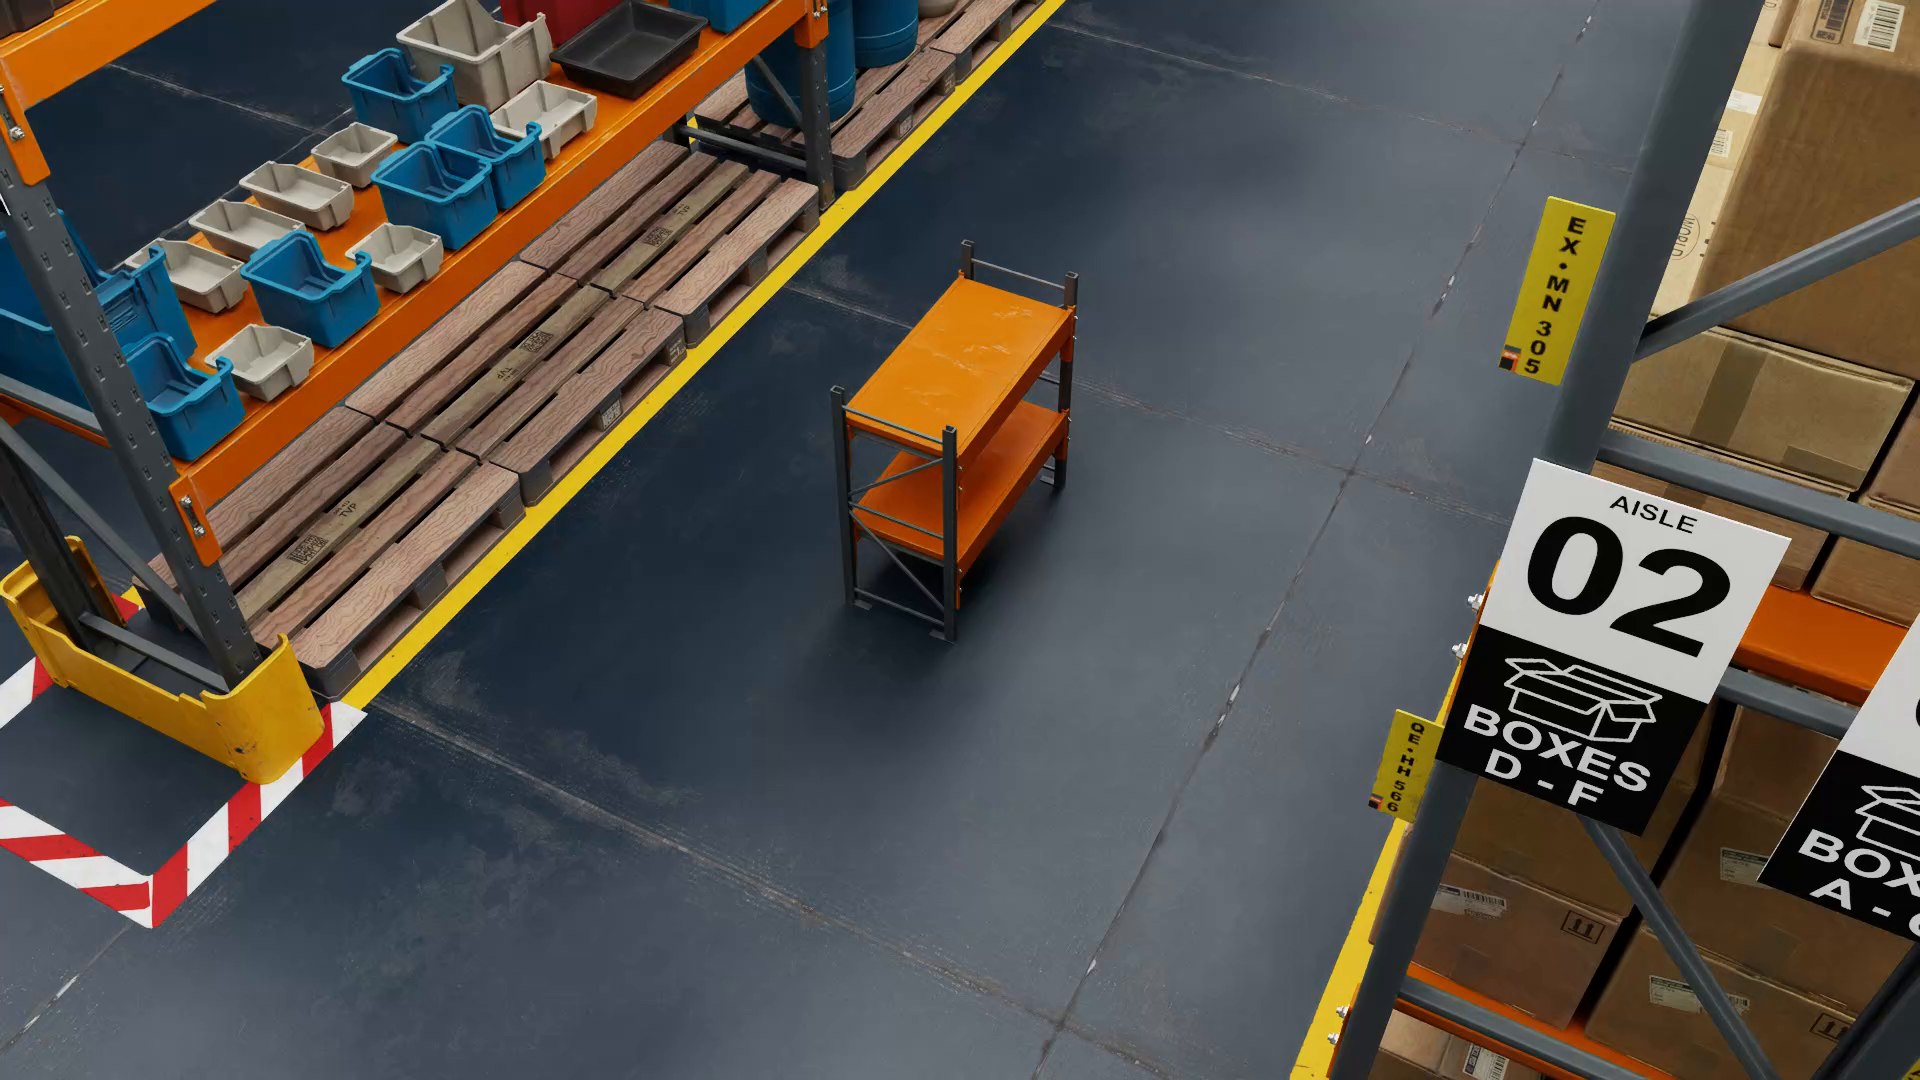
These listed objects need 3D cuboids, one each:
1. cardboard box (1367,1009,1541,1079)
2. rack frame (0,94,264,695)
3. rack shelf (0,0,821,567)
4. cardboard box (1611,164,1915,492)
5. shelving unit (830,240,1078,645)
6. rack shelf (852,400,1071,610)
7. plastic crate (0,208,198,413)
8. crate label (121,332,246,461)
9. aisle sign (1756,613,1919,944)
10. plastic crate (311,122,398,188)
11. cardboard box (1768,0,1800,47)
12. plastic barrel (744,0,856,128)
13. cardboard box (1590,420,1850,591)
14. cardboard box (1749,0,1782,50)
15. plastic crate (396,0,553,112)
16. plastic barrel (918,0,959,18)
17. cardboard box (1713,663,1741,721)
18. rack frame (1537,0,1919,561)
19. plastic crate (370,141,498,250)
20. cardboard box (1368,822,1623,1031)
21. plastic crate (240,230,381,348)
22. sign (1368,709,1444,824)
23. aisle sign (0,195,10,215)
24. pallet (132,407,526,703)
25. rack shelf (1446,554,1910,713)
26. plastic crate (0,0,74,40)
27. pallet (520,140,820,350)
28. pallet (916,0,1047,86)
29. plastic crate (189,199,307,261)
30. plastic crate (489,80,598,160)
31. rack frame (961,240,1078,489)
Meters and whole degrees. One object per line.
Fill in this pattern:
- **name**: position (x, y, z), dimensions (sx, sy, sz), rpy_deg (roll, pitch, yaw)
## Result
- **cardboard box**: position (1.433, 1.483, 4.903), dimensions (0.500, 0.500, 0.500), rpy_deg (20, 49, 19)
- **rack frame**: position (-2.987, -0.455, 5.370), dimensions (1.000, 3.000, 0.127), rpy_deg (20, 49, 19)
- **rack shelf**: position (-2.059, -1.462, 6.871), dimensions (1.077, 0.370, 4.000), rpy_deg (20, 49, 19)
- **cardboard box**: position (1.411, -0.402, 2.963), dimensions (0.500, 0.250, 0.500), rpy_deg (20, 49, 19)
- **shelving unit**: position (-0.003, -0.391, 6.626), dimensions (0.538, 1.125, 1.048), rpy_deg (20, 49, 19)
- **rack shelf**: position (-0.003, -0.219, 6.800), dimensions (0.538, 0.278, 1.000), rpy_deg (20, 49, 19)
- **plastic crate**: position (-2.997, -0.761, 5.606), dimensions (0.616, 0.435, 0.499), rpy_deg (20, 49, 19)
- **crate label**: position (-2.581, -0.464, 5.455), dimensions (0.416, 0.233, 0.303), rpy_deg (20, 49, 19)
- **aisle sign**: position (1.627, 0.409, 2.689), dimensions (0.394, 0.787, 0.004), rpy_deg (20, 49, 19)
- **plastic crate**: position (-2.393, -1.510, 6.557), dimensions (0.298, 0.136, 0.250), rpy_deg (20, 49, 19)
- **cardboard box**: position (2.067, -1.224, 3.249), dimensions (0.700, 0.500, 0.500), rpy_deg (20, 49, 19)
- **plastic barrel**: position (-0.863, -2.722, 8.791), dimensions (0.600, 0.901, 0.708), rpy_deg (20, 49, 19)
- **cardboard box**: position (1.403, -0.229, 3.144), dimensions (0.500, 0.250, 0.500), rpy_deg (20, 49, 19)
- **cardboard box**: position (1.878, -1.031, 3.585), dimensions (0.500, 0.250, 0.500), rpy_deg (20, 49, 19)
- **plastic crate**: position (-2.002, -2.053, 6.991), dimensions (0.437, 0.282, 0.530), rpy_deg (20, 49, 19)
- **plastic barrel**: position (-0.193, -3.357, 9.693), dimensions (0.421, 0.512, 0.421), rpy_deg (0, 45, 0)
- **cardboard box**: position (2.074, 0.272, 3.878), dimensions (0.500, 0.500, 0.500), rpy_deg (21, 49, 19)
- **rack frame**: position (1.398, -0.926, 1.618), dimensions (1.000, 3.000, 0.127), rpy_deg (20, 49, 19)
- **plastic crate**: position (-1.970, -1.293, 6.274), dimensions (0.416, 0.233, 0.300), rpy_deg (20, 49, 19)
- **cardboard box**: position (1.365, 0.776, 4.084), dimensions (0.500, 0.500, 0.500), rpy_deg (22, 49, 20)
- **plastic crate**: position (-2.275, -0.878, 5.865), dimensions (0.416, 0.233, 0.300), rpy_deg (20, 49, 19)
- **sign**: position (0.916, 0.469, 3.421), dimensions (0.100, 0.325, 0.005), rpy_deg (20, 49, 19)
- **aisle sign**: position (-2.757, -1.225, 4.304), dimensions (0.394, 0.787, 0.004), rpy_deg (20, 49, 19)
- **pallet**: position (-2.570, 0.019, 6.863), dimensions (1.003, 0.211, 1.213), rpy_deg (20, 49, 19)
- **rack shelf**: position (2.327, -0.878, 4.186), dimensions (1.077, 0.370, 4.000), rpy_deg (20, 49, 19)
- **plastic crate**: position (-2.562, -1.614, 4.499), dimensions (0.497, 0.269, 0.590), rpy_deg (20, 49, 19)
- **pallet**: position (-1.437, -1.518, 8.382), dimensions (1.003, 0.211, 1.213), rpy_deg (20, 49, 19)
- **pallet**: position (-0.170, -3.238, 10.082), dimensions (1.003, 0.211, 1.213), rpy_deg (20, 49, 19)
- **plastic crate**: position (-2.622, -1.134, 6.185), dimensions (0.396, 0.136, 0.243), rpy_deg (20, 49, 19)
- **plastic crate**: position (-1.672, -1.707, 6.751), dimensions (0.293, 0.136, 0.466), rpy_deg (20, 49, 19)
- **rack frame**: position (0.233, -0.711, 6.942), dimensions (0.500, 1.125, 0.032), rpy_deg (20, 49, 19)
